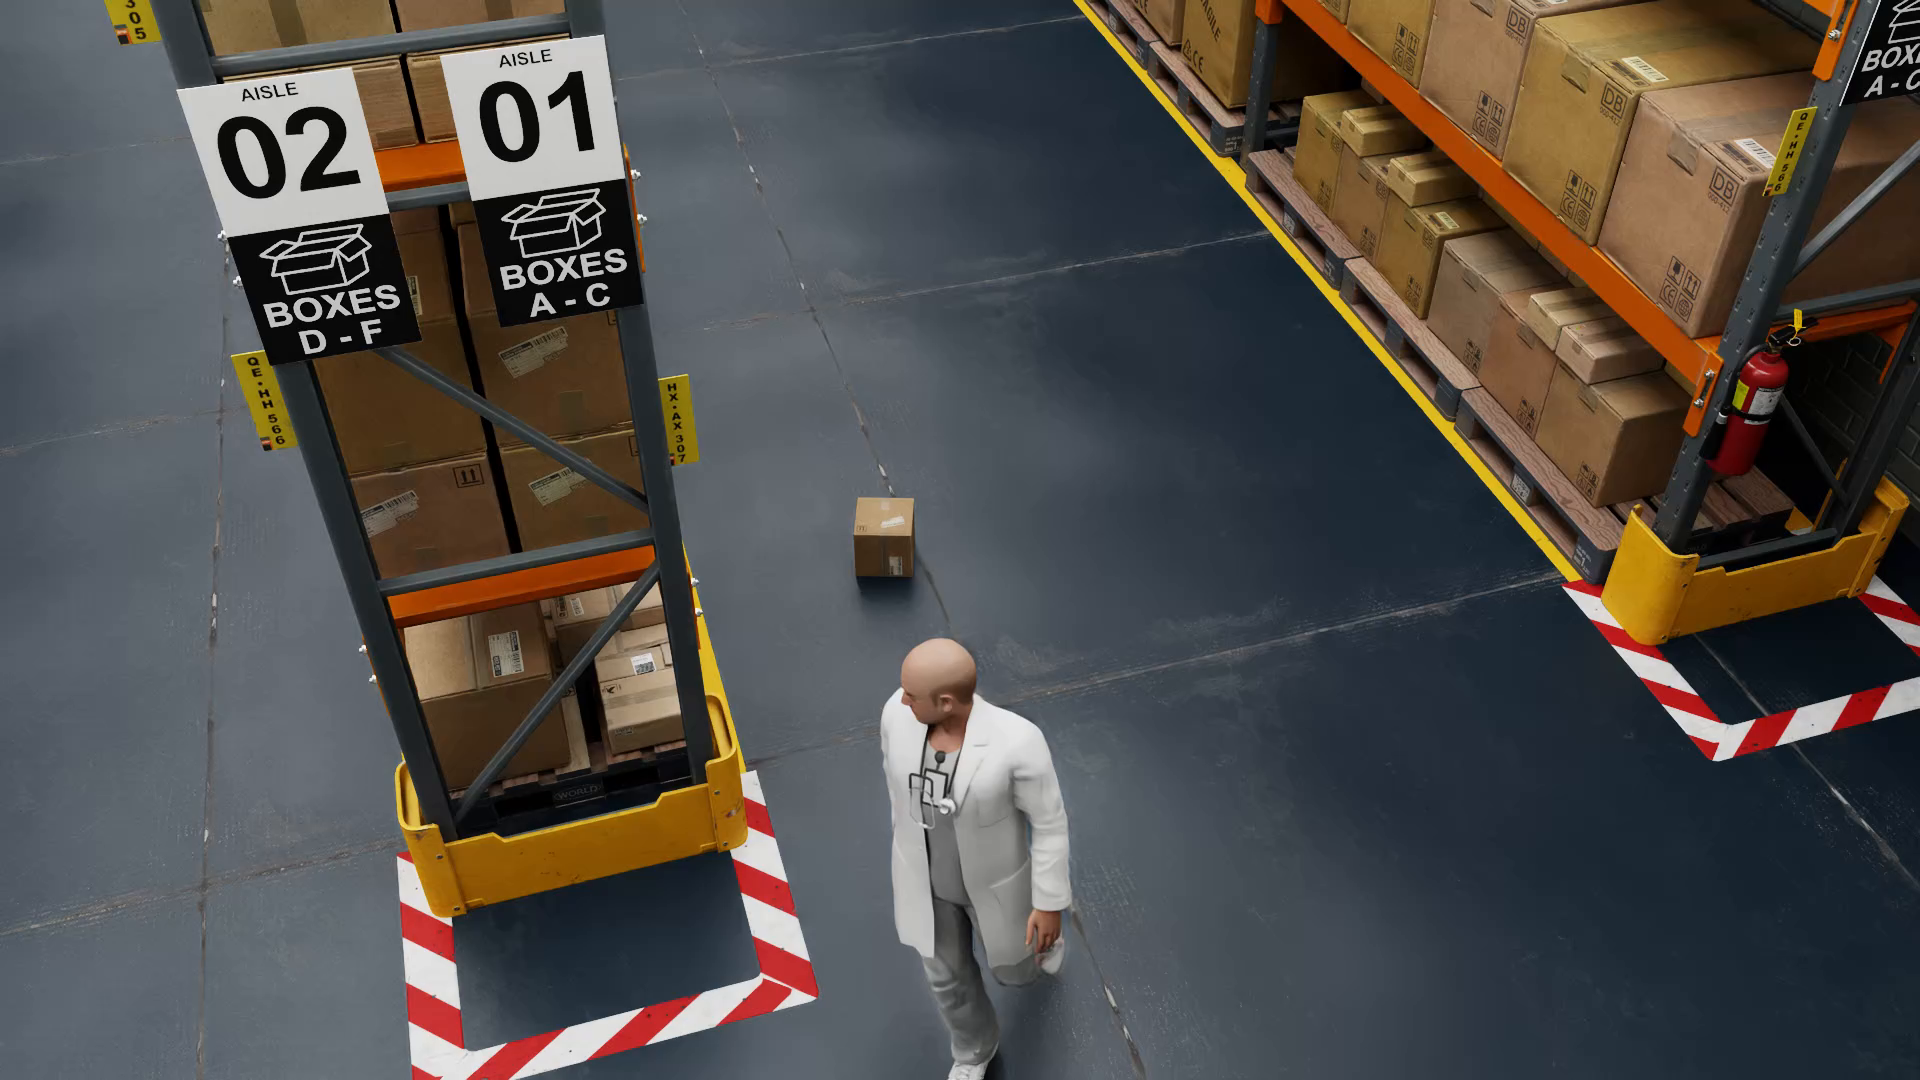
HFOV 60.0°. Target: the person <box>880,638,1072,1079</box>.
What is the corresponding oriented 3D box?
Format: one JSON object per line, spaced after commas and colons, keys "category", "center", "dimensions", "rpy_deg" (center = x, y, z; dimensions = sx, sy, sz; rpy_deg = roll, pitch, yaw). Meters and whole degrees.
{"category": "person", "center": [0.054, 0.971, 5.059], "dimensions": [0.651, 1.748, 0.815], "rpy_deg": [13, 43, 14]}
